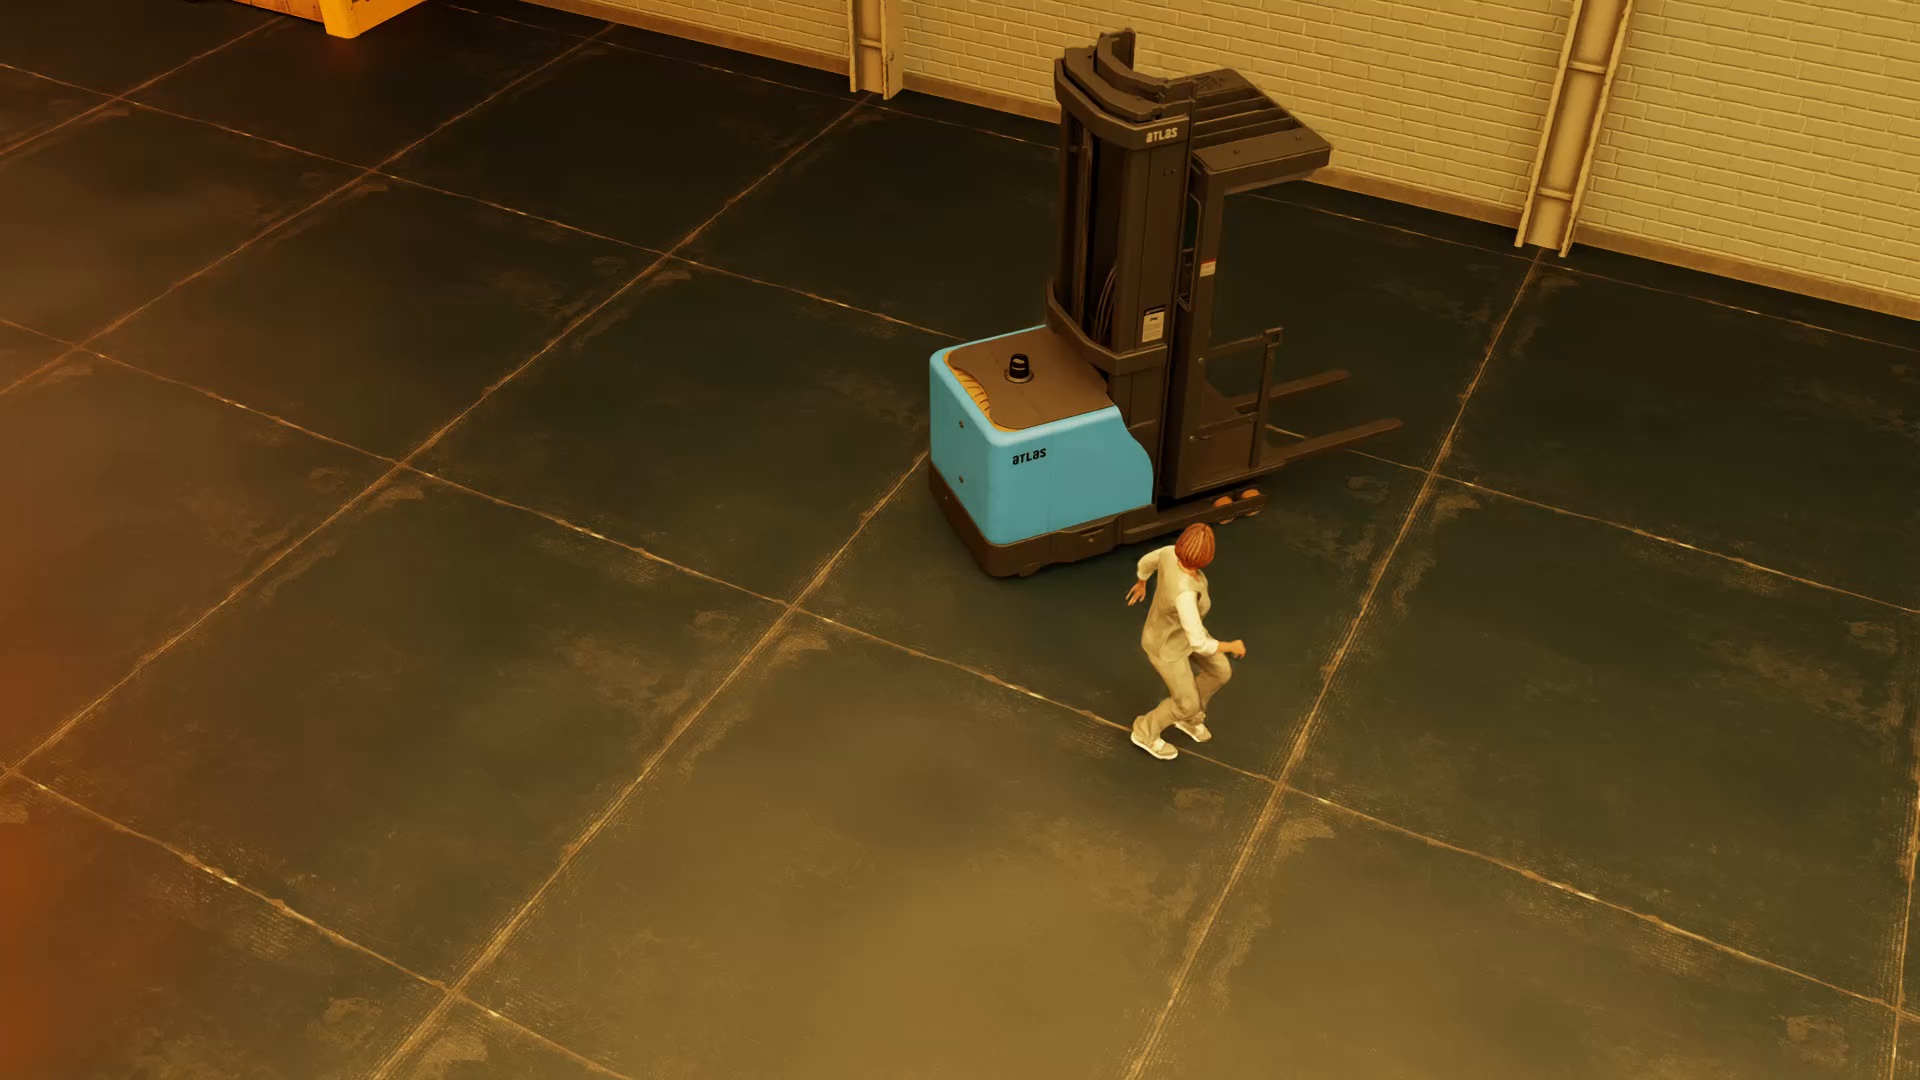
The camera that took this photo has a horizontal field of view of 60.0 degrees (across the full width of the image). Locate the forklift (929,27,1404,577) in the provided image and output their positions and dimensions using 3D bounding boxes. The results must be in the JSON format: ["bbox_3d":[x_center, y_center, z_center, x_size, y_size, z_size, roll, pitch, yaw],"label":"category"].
[{"bbox_3d":[1.368,-1.521,9.792,3.031,2.935,1.130,-16,43,-18],"label":"forklift"}]

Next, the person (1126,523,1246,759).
[{"bbox_3d":[1.121,0.530,8.472,0.671,1.564,0.549,11,41,13],"label":"person"}]
